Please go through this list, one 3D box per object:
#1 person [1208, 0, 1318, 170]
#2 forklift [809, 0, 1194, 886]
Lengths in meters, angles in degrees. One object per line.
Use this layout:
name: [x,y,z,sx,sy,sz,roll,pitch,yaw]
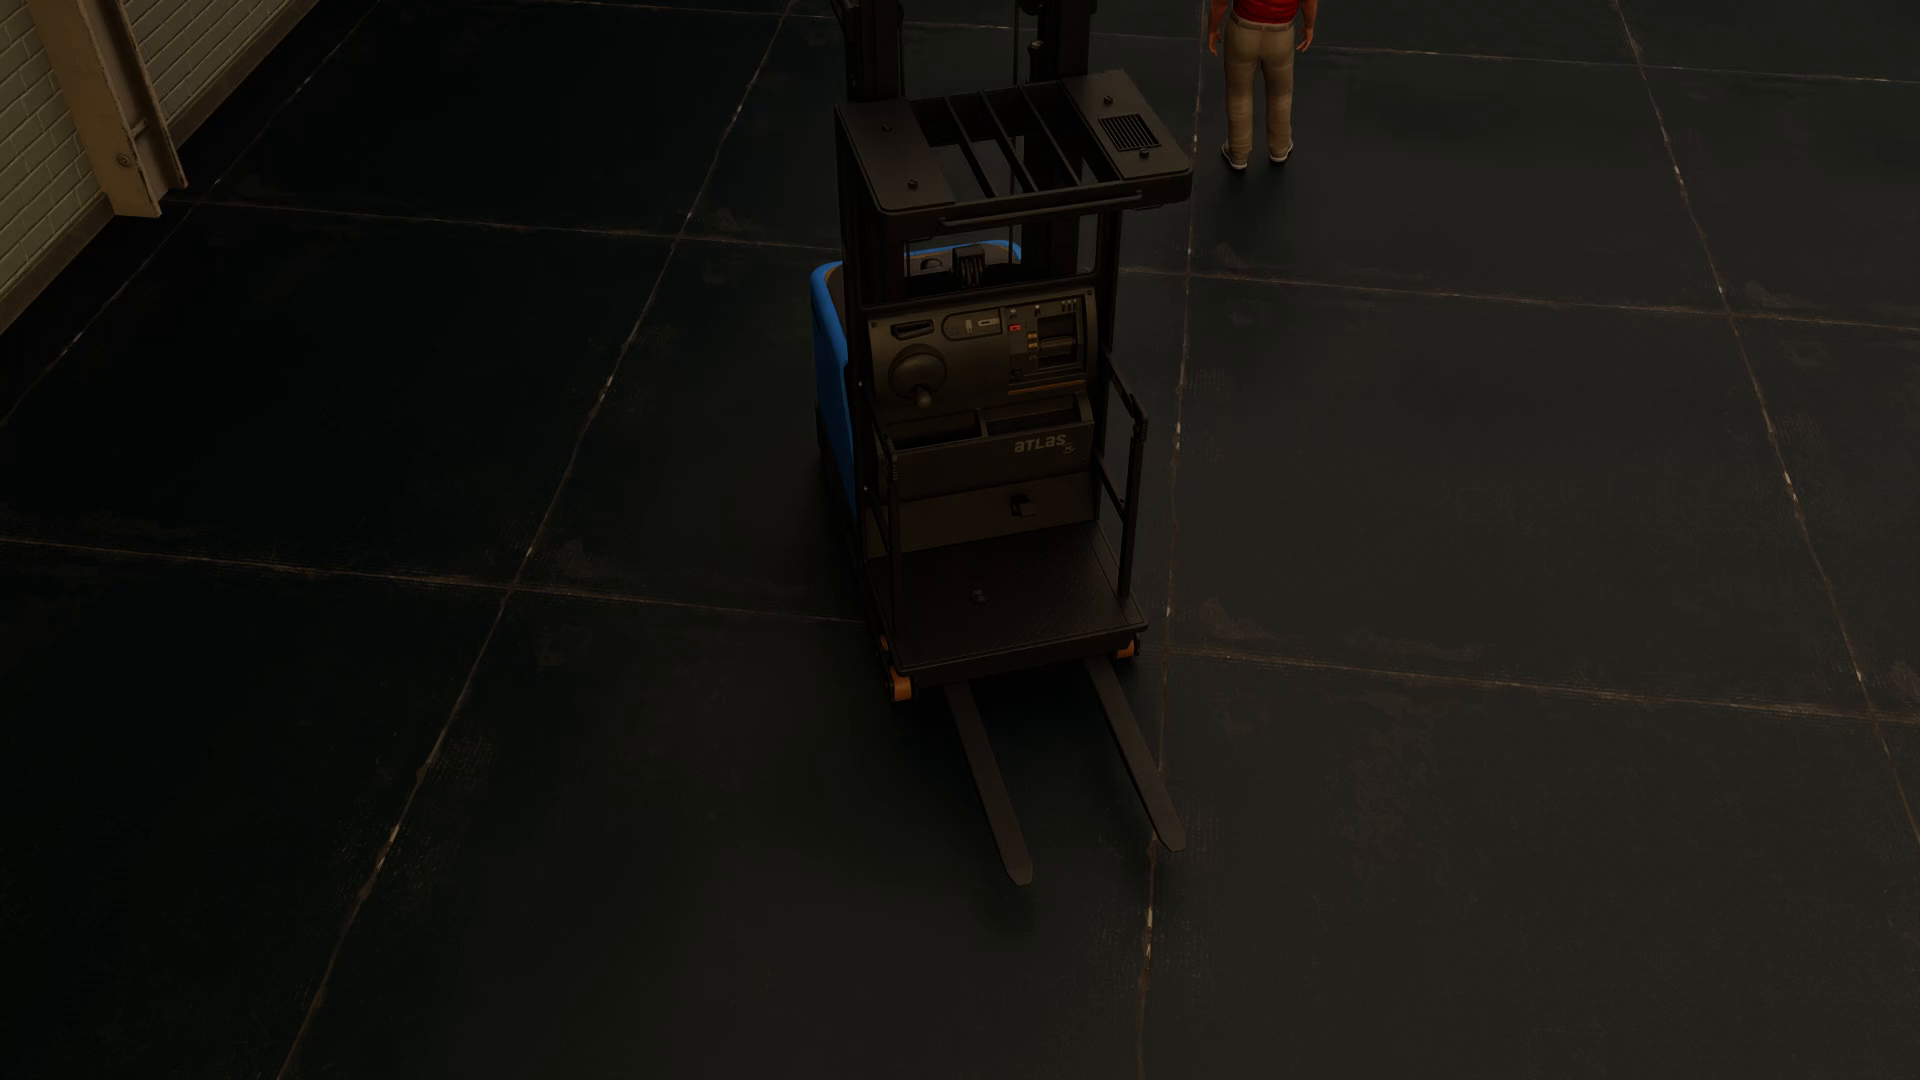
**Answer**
person: [1.788,-3.041,9.913,0.640,1.727,0.551,3,43,3]
forklift: [0.153,-0.681,6.465,1.130,2.935,3.031,-10,44,-11]
